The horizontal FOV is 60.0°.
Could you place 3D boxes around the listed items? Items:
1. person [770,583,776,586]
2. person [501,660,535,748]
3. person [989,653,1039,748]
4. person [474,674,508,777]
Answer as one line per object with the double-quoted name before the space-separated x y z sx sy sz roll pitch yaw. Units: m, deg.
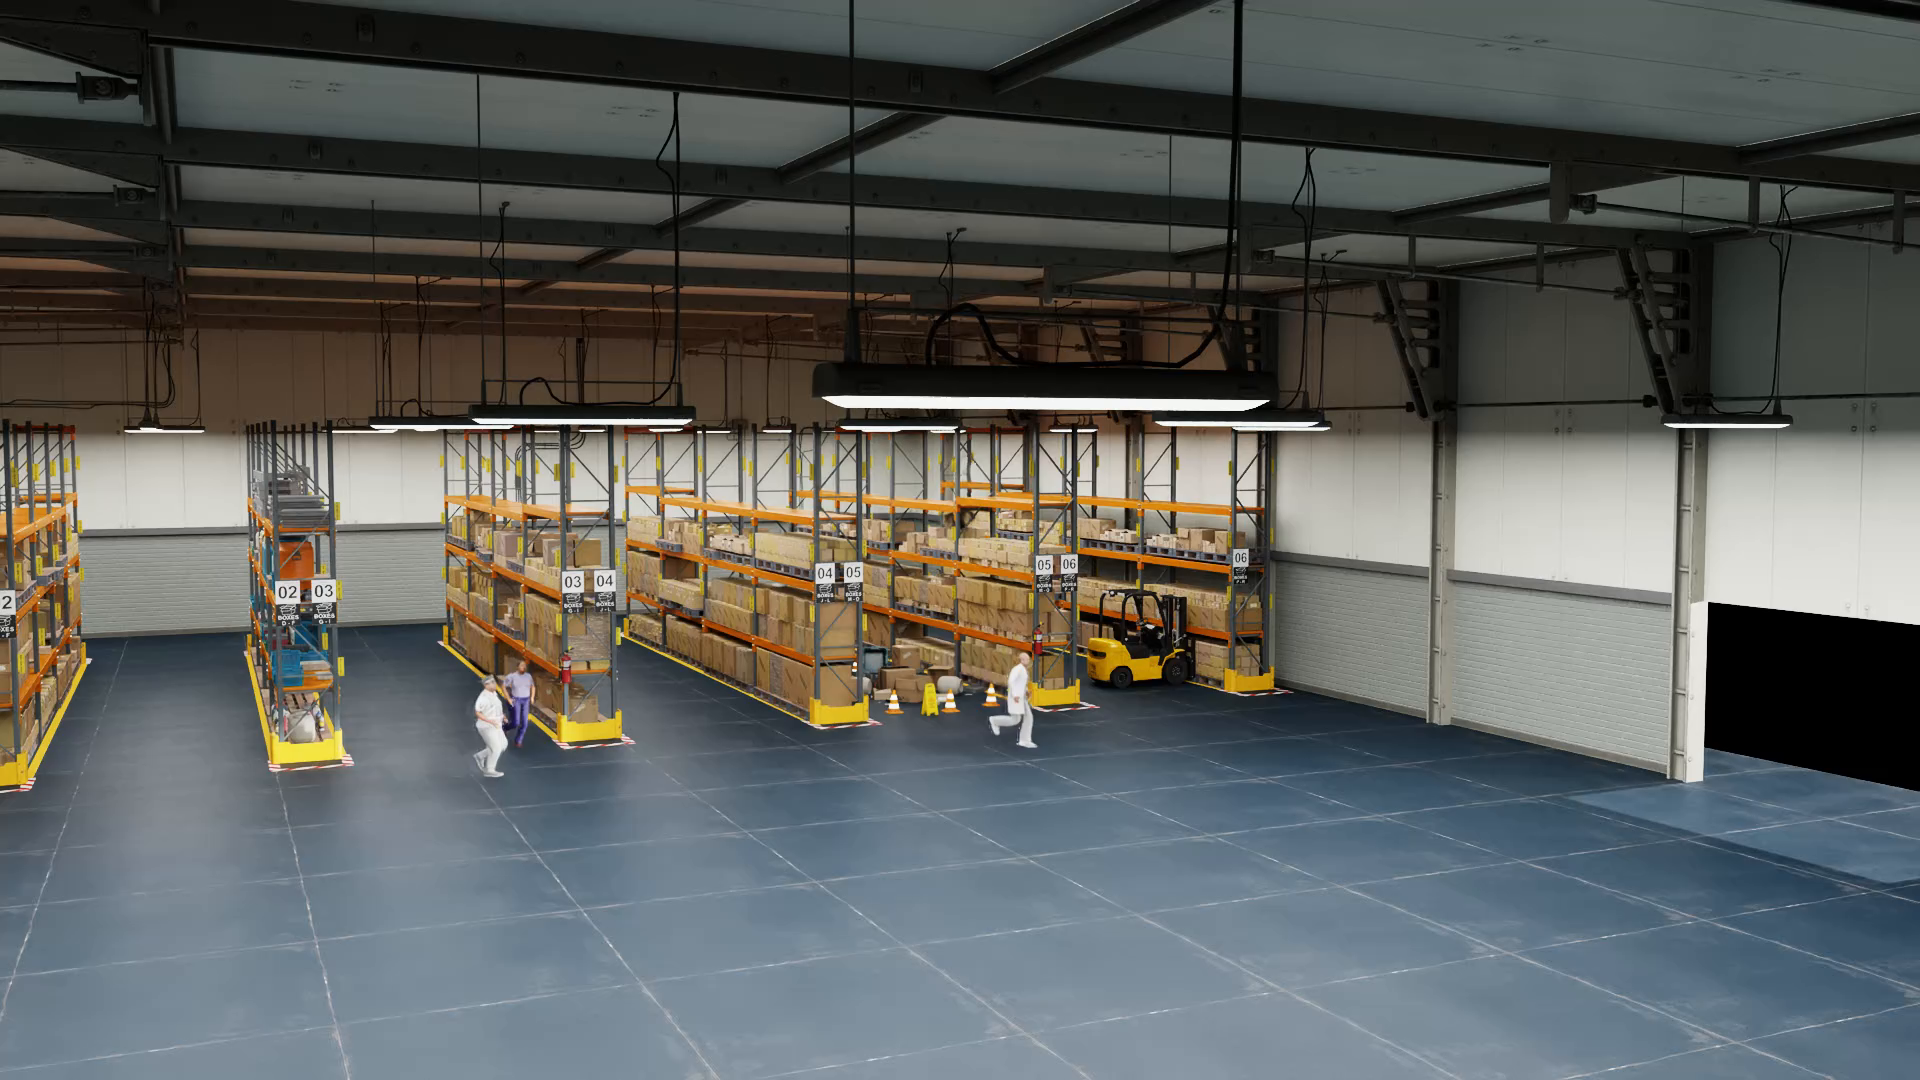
"person" -4.993 2.043 44.873 0.725 1.757 1.007 -2 4 -34
"person" -8.158 3.037 30.764 0.627 1.621 0.556 -3 5 -43
"person" 1.010 2.955 30.716 0.938 1.759 0.718 1 4 22
"person" -7.910 3.107 27.885 0.597 1.737 0.648 0 4 6
